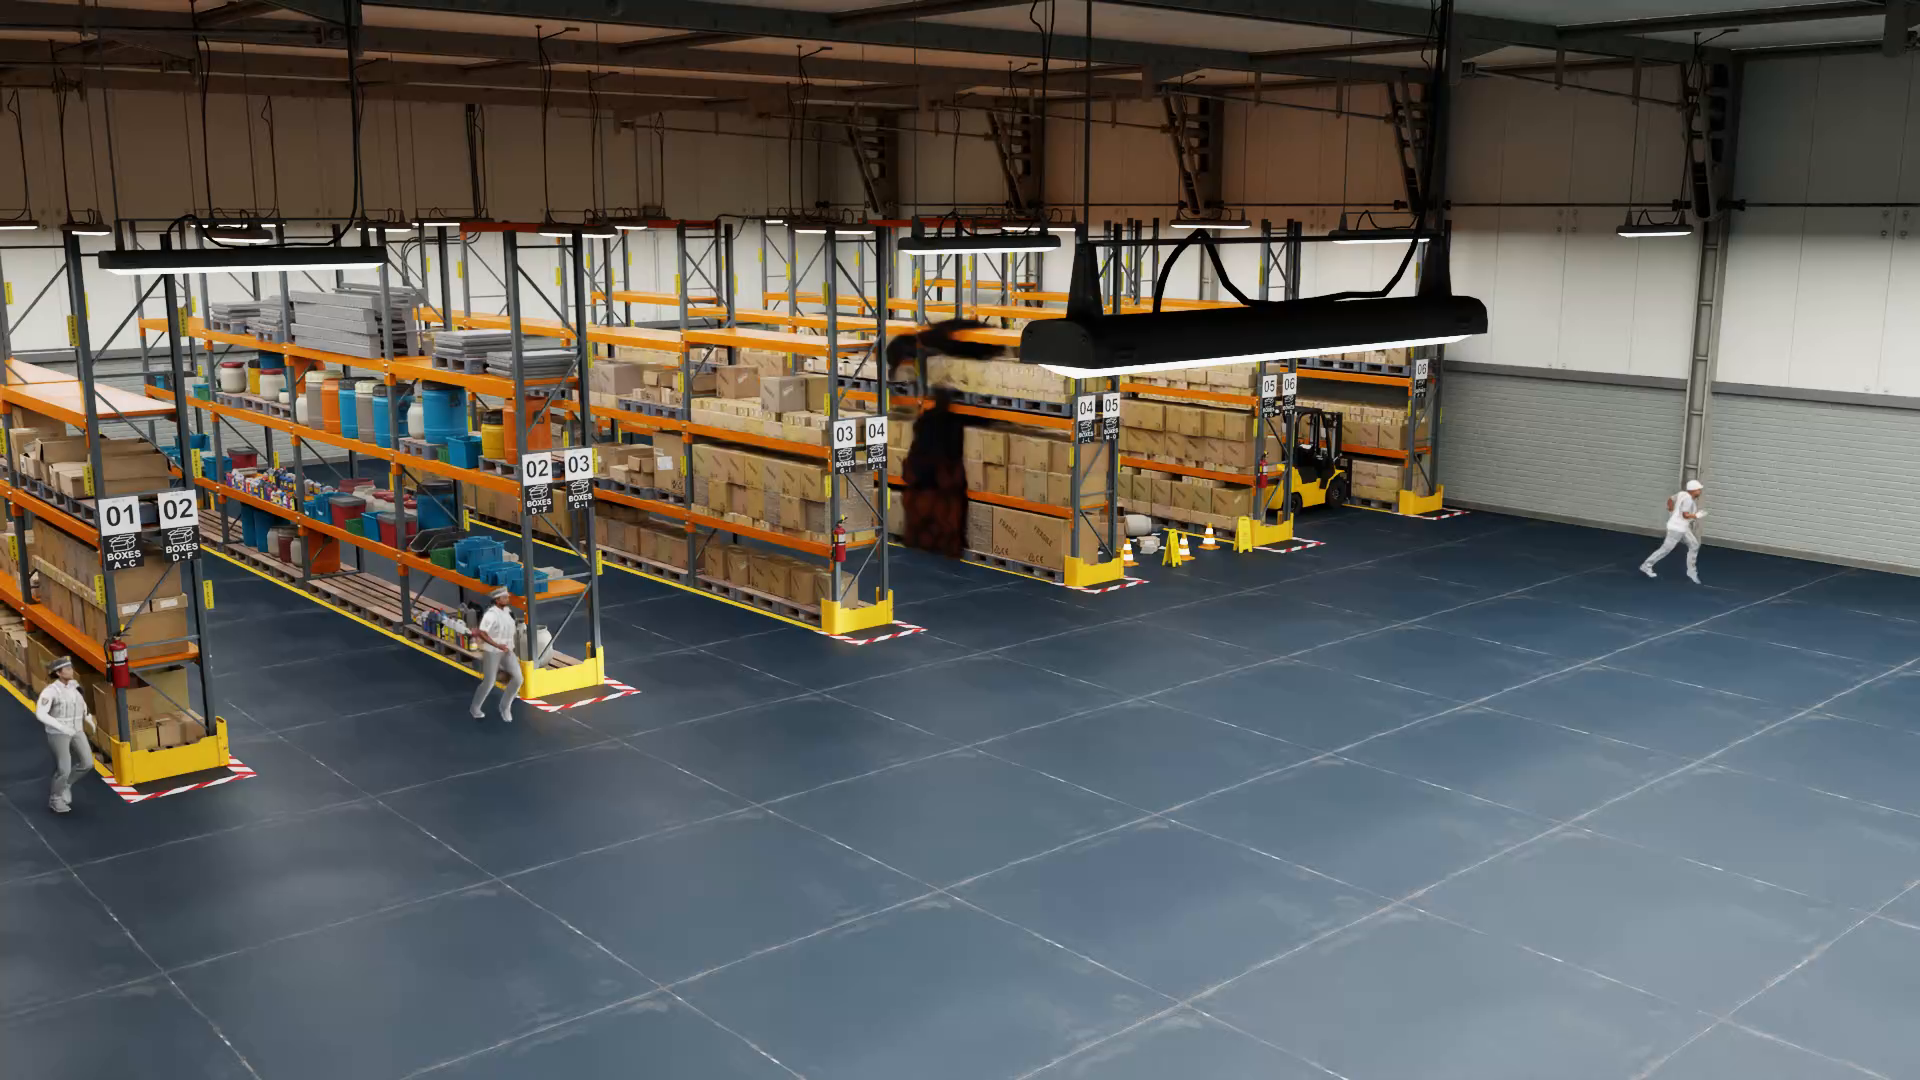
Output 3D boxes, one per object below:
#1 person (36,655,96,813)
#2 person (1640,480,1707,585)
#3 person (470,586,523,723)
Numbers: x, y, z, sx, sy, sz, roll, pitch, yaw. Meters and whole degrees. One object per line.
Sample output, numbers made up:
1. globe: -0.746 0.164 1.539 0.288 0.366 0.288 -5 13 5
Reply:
1. person: -9.417 2.041 17.619 0.489 1.649 0.683 4 12 20
2. person: 12.097 -0.140 28.173 0.985 1.791 0.675 6 13 27
3. person: -5.743 1.411 20.746 0.665 1.699 0.658 7 13 30
